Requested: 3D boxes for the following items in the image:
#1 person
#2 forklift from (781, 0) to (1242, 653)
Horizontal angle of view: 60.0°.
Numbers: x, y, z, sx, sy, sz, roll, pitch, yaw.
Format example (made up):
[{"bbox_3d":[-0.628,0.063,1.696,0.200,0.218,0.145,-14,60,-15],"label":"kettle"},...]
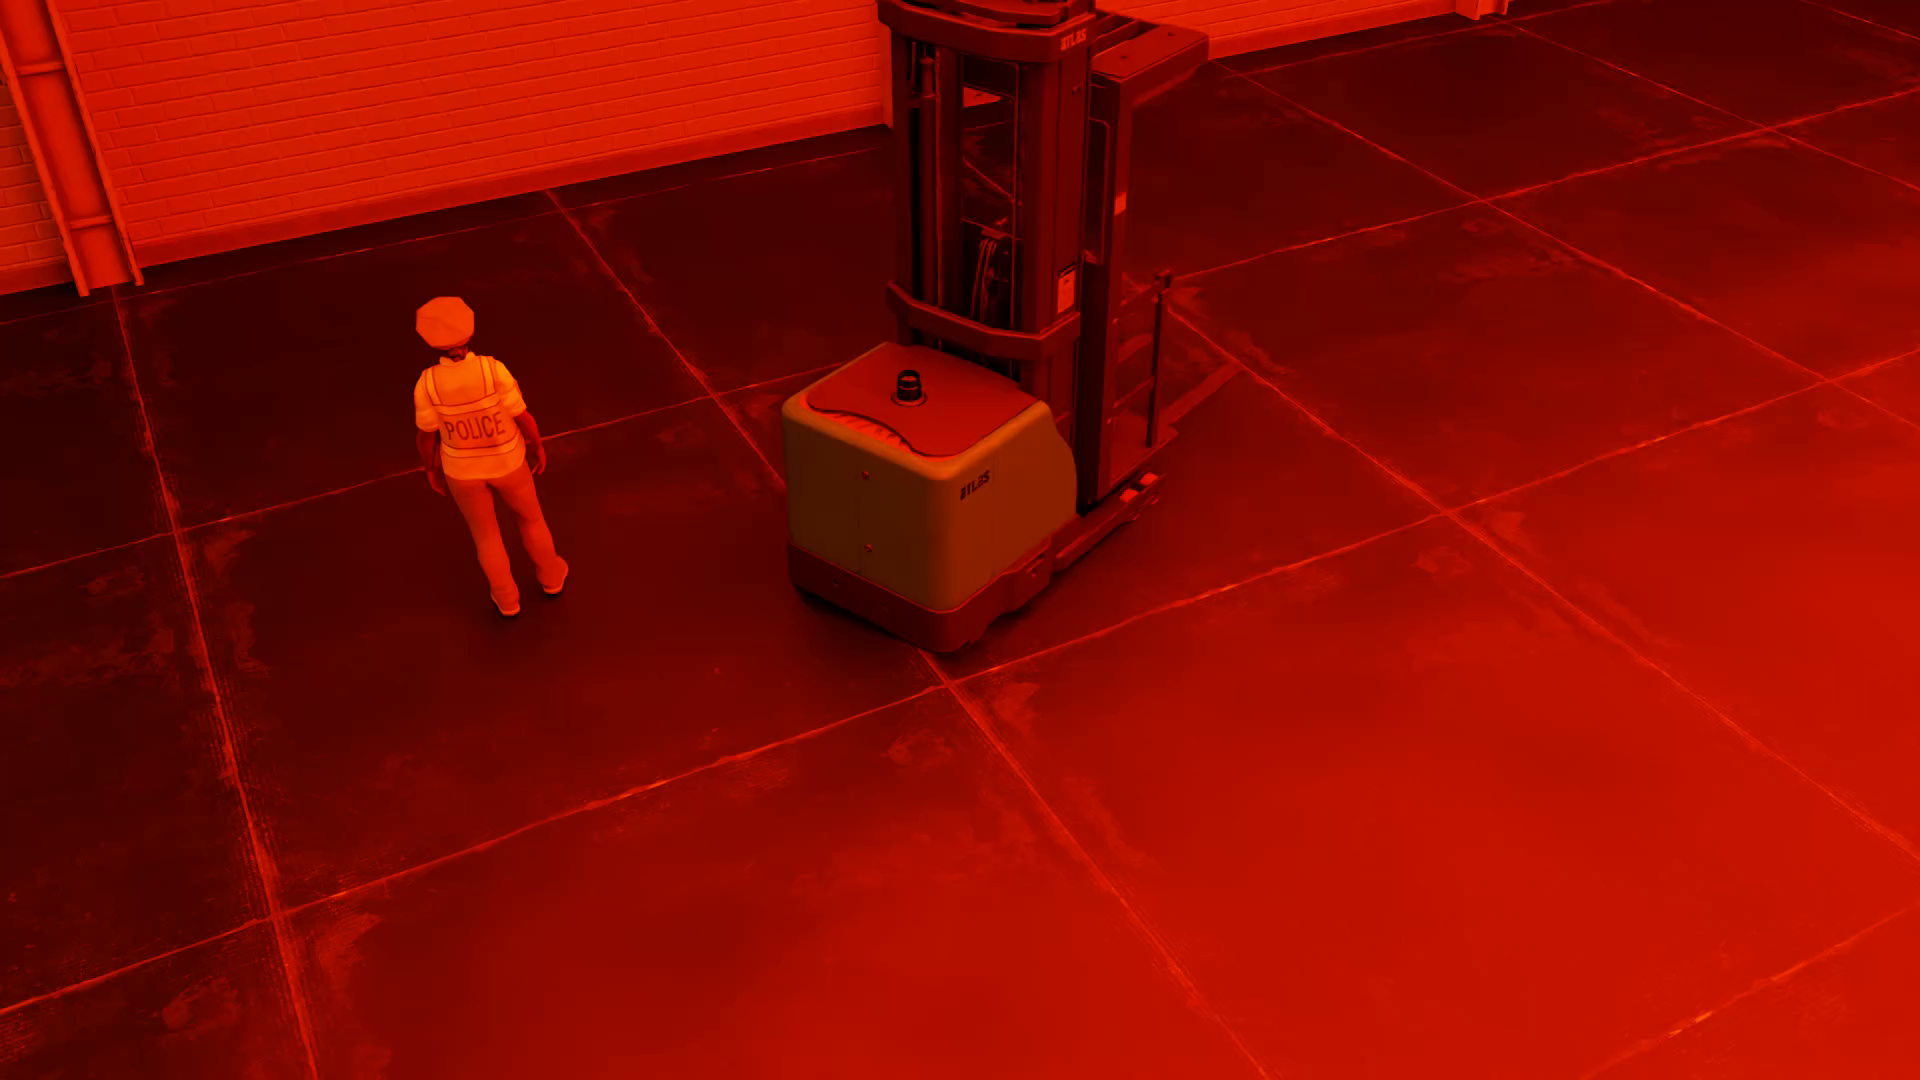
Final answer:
[{"bbox_3d":[-2.209,-0.396,7.744,0.563,1.696,0.530,-9,36,-13],"label":"person"},{"bbox_3d":[0.454,-1.458,8.186,1.130,2.935,3.031,24,42,30],"label":"forklift"}]
